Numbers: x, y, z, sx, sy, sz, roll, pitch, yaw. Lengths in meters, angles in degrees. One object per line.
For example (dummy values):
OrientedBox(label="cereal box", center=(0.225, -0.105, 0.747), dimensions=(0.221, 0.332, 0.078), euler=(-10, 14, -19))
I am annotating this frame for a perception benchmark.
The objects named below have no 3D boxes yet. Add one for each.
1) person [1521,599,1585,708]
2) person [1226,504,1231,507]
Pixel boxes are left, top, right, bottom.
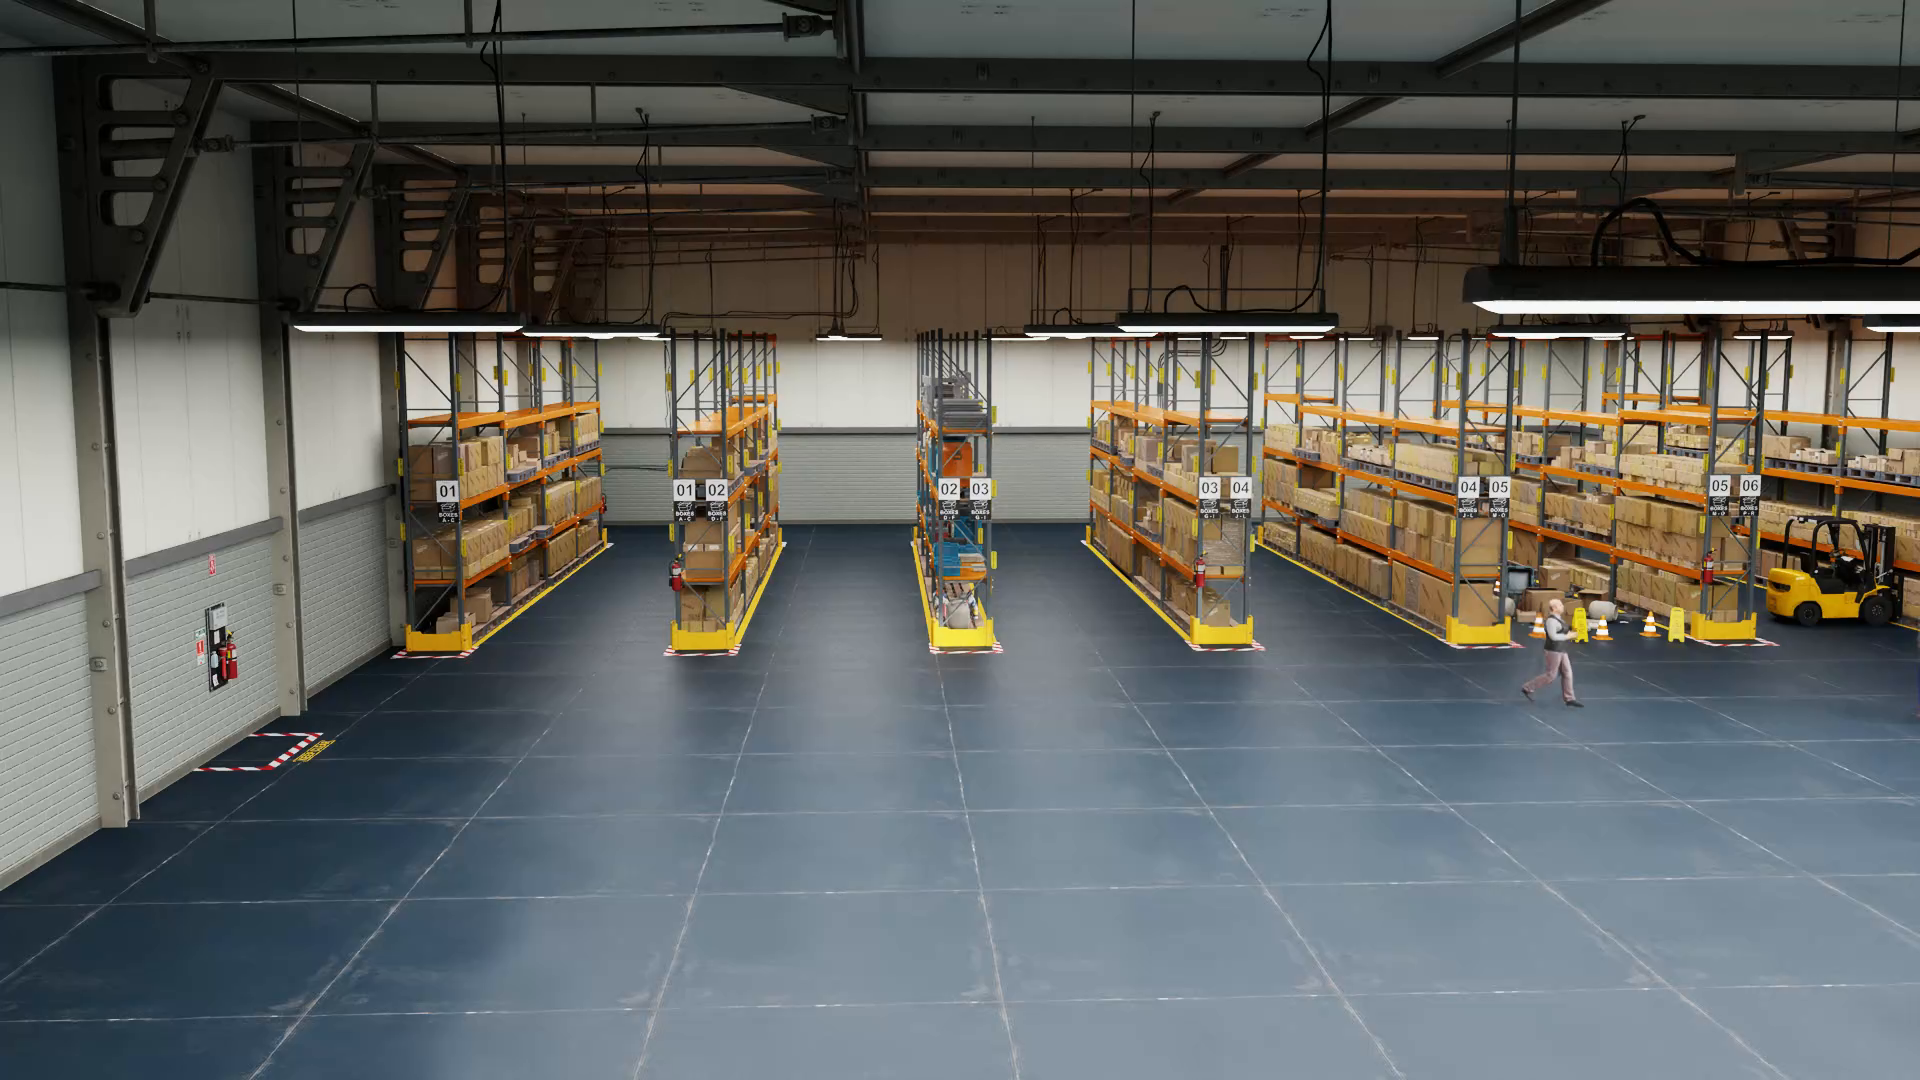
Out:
OrientedBox(label="person", center=(9.372, 1.773, 26.184), dimensions=(0.963, 1.700, 0.661), euler=(4, 8, 31))
OrientedBox(label="person", center=(7.842, -0.782, 48.321), dimensions=(0.794, 1.616, 0.625), euler=(-6, 9, -40))
